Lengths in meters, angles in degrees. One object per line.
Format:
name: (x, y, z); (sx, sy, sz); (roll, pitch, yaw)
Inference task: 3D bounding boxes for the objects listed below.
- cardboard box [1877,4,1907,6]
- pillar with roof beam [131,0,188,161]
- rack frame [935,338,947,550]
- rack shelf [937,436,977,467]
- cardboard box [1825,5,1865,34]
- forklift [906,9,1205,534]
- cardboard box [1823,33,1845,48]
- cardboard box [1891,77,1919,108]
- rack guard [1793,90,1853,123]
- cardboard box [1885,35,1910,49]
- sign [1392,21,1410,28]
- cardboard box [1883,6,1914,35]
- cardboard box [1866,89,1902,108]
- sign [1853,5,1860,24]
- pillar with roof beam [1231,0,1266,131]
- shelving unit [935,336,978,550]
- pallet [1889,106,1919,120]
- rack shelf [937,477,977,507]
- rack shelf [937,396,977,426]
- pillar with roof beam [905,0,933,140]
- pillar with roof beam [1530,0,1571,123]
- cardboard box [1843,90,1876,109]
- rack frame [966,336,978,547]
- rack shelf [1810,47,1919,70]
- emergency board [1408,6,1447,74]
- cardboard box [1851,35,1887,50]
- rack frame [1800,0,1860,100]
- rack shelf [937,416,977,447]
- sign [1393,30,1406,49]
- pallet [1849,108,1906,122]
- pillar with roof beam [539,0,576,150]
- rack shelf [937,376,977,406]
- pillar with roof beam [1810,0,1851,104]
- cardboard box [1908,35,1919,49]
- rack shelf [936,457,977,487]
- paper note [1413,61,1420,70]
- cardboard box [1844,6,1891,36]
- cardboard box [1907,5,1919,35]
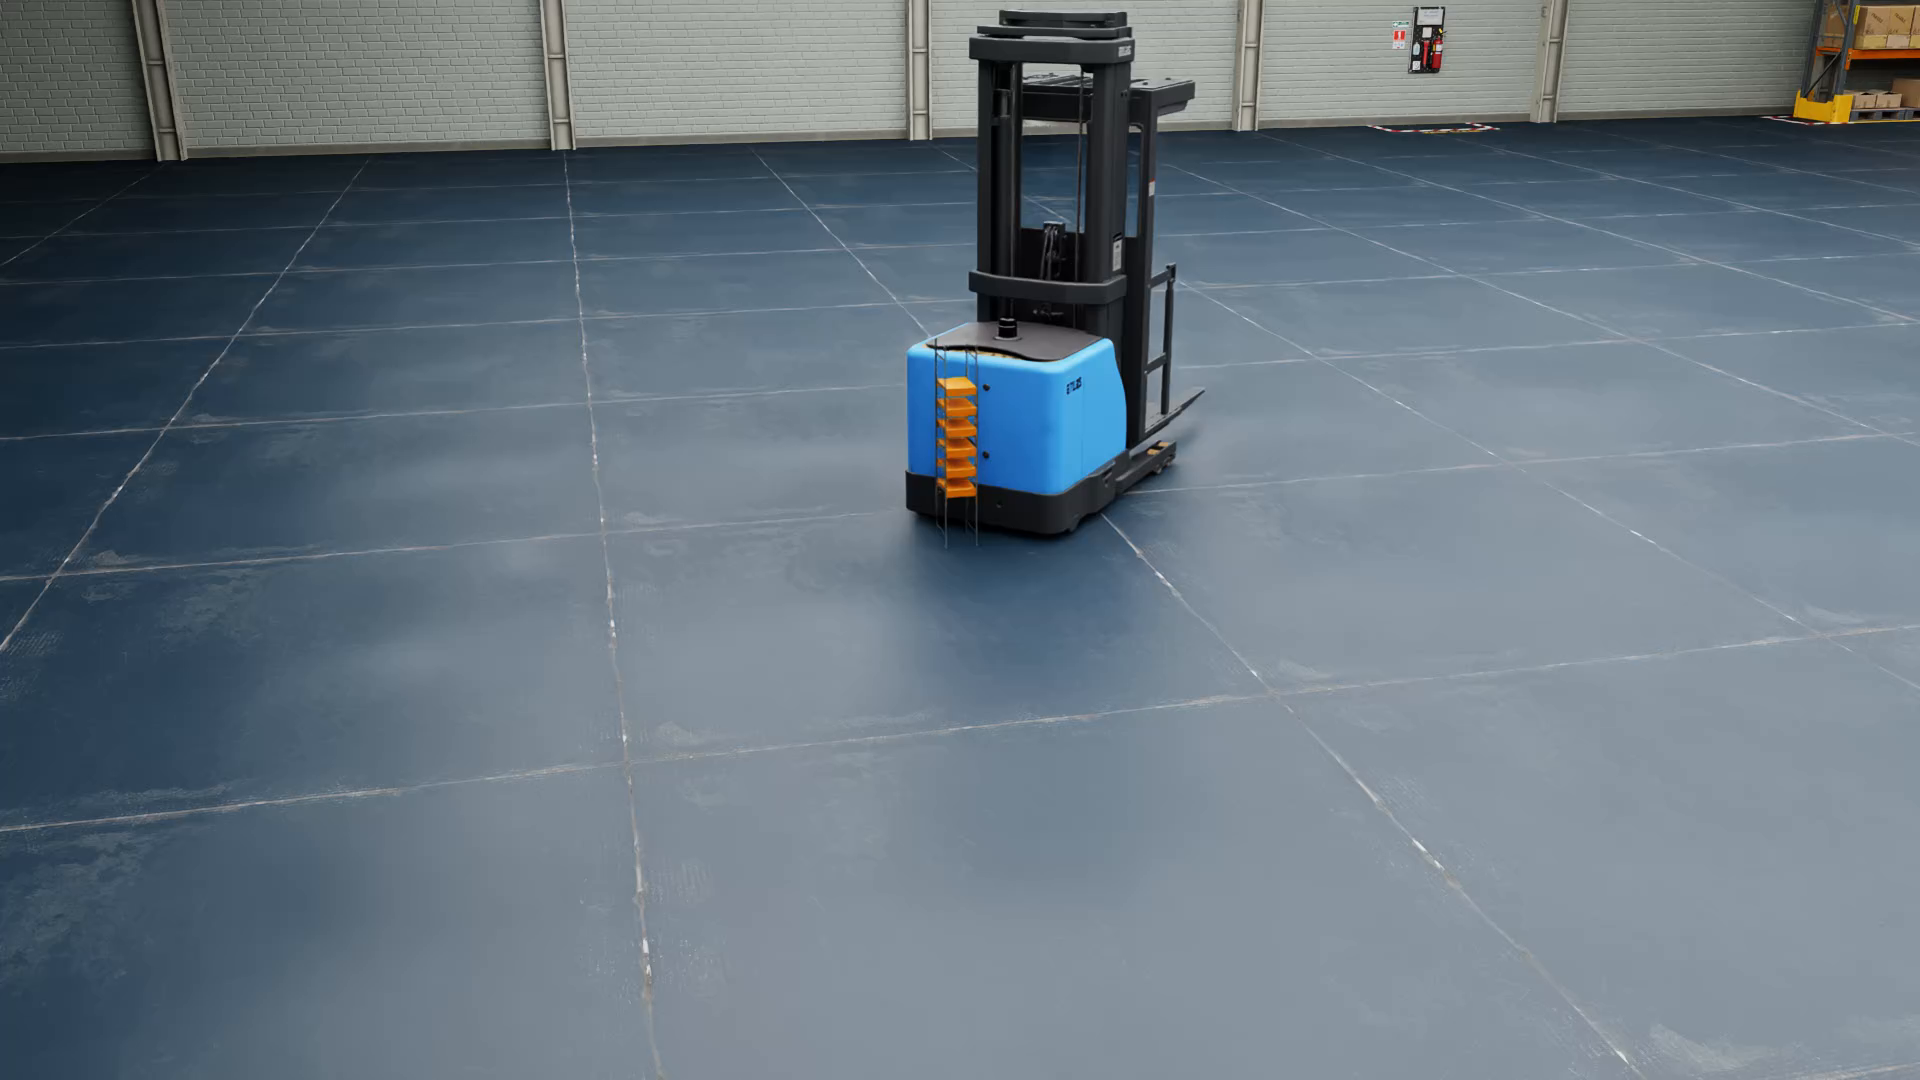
cardboard box: (17.737, -9.901, 31.582); (0.500, 0.500, 0.500); (-5, 21, -14)
pillar with roof beam: (-11.389, -8.769, 20.671); (0.400, 9.000, 9.100); (-5, 21, -12)
rack frame: (-0.111, -0.548, 9.566); (0.006, 1.200, 0.240); (-5, 21, -14)
rack shelf: (-0.022, -0.514, 9.602); (0.180, 0.103, 0.258); (-5, 21, -14)
cardboard box: (16.743, -9.822, 31.367); (0.500, 0.500, 0.500); (-5, 21, -13)
forklift: (0.800, -1.875, 10.671); (1.130, 2.935, 3.031); (10, 22, 26)
cardboard box: (16.743, -9.464, 31.478); (0.500, 0.250, 0.500); (-4, 21, -12)
cardboard box: (18.307, -8.567, 31.835); (0.500, 0.500, 0.700); (-6, 21, -16)
rack guard: (16.407, -8.255, 31.624); (0.348, 0.500, 1.175); (-5, 21, -12)
cardboard box: (17.383, -9.340, 31.140); (0.500, 0.250, 0.500); (-5, 21, -14)
sign: (8.007, -9.364, 30.194); (0.331, 0.109, 0.001); (-5, 21, -12)
cardboard box: (17.350, -9.687, 30.997); (0.500, 0.500, 0.500); (-5, 21, -12)
cardboard box: (17.582, -8.437, 31.755); (0.500, 0.311, 0.500); (-3, 20, -8)
sign: (16.458, -9.648, 30.533); (0.005, 0.325, 0.100); (-5, 21, -12)
pillar with roof beam: (6.128, -10.194, 24.560); (0.400, 9.000, 9.100); (-5, 21, -12)
shelving unit: (-0.022, -0.556, 9.587); (0.189, 1.200, 0.258); (-5, 21, -14)
pallet: (18.391, -8.267, 32.077); (1.213, 0.211, 1.003); (-5, 21, -12)
rack shelf: (-0.022, -0.289, 9.685); (0.180, 0.103, 0.258); (-5, 21, -14)
rack shelf: (-0.022, -0.740, 9.520); (0.180, 0.103, 0.258); (-5, 21, -14)
pillar with roof beam: (0.289, -9.719, 23.264); (0.400, 9.000, 9.100); (-5, 21, -12)
pillar with roof beam: (11.967, -10.669, 25.857); (0.400, 9.000, 9.100); (-5, 21, -12)
cardboard box: (17.027, -8.392, 31.631); (0.500, 0.311, 0.500); (-7, 21, -19)
rack frame: (0.067, -0.564, 9.608); (0.006, 1.200, 0.240); (-5, 21, -14)
rack shelf: (18.279, -9.243, 31.733); (4.000, 0.370, 1.077); (-5, 21, -12)
emergency board: (8.562, -9.110, 30.323); (0.643, 1.169, 0.194); (-5, 21, -12)
cardboard box: (16.881, -9.294, 31.015); (0.500, 0.250, 0.500); (-5, 21, -14)
rack frame: (16.333, -9.423, 31.177); (0.127, 3.000, 1.000); (-5, 21, -12)
rack shelf: (-0.022, -0.627, 9.561); (0.180, 0.103, 0.258); (-5, 21, -14)
sign: (8.001, -9.118, 30.292); (0.234, 0.329, 0.001); (-5, 21, -12)
pallet: (17.206, -8.172, 31.817); (1.213, 0.211, 1.003); (-5, 21, -12)
pillar with roof beam: (-5.550, -9.244, 21.968); (0.400, 9.000, 9.100); (-5, 21, -12)
rack shelf: (-0.022, -0.852, 9.479); (0.180, 0.103, 0.258); (-5, 21, -14)
pillar with roof beam: (17.806, -11.144, 27.153); (0.400, 9.000, 9.100); (-5, 21, -12)
cardboard box: (17.880, -9.378, 31.245); (0.500, 0.250, 0.500); (-5, 21, -13)
rack shelf: (-0.022, -0.401, 9.643); (0.180, 0.103, 0.258); (-5, 21, -14)
paper note: (8.374, -8.706, 30.500); (0.142, 0.148, 0.016); (-5, 21, -12)
cardboard box: (16.867, -9.651, 30.899); (0.500, 0.500, 0.500); (-5, 21, -12)
cardboard box: (17.854, -9.726, 31.103); (0.500, 0.500, 0.500); (-5, 21, -14)
